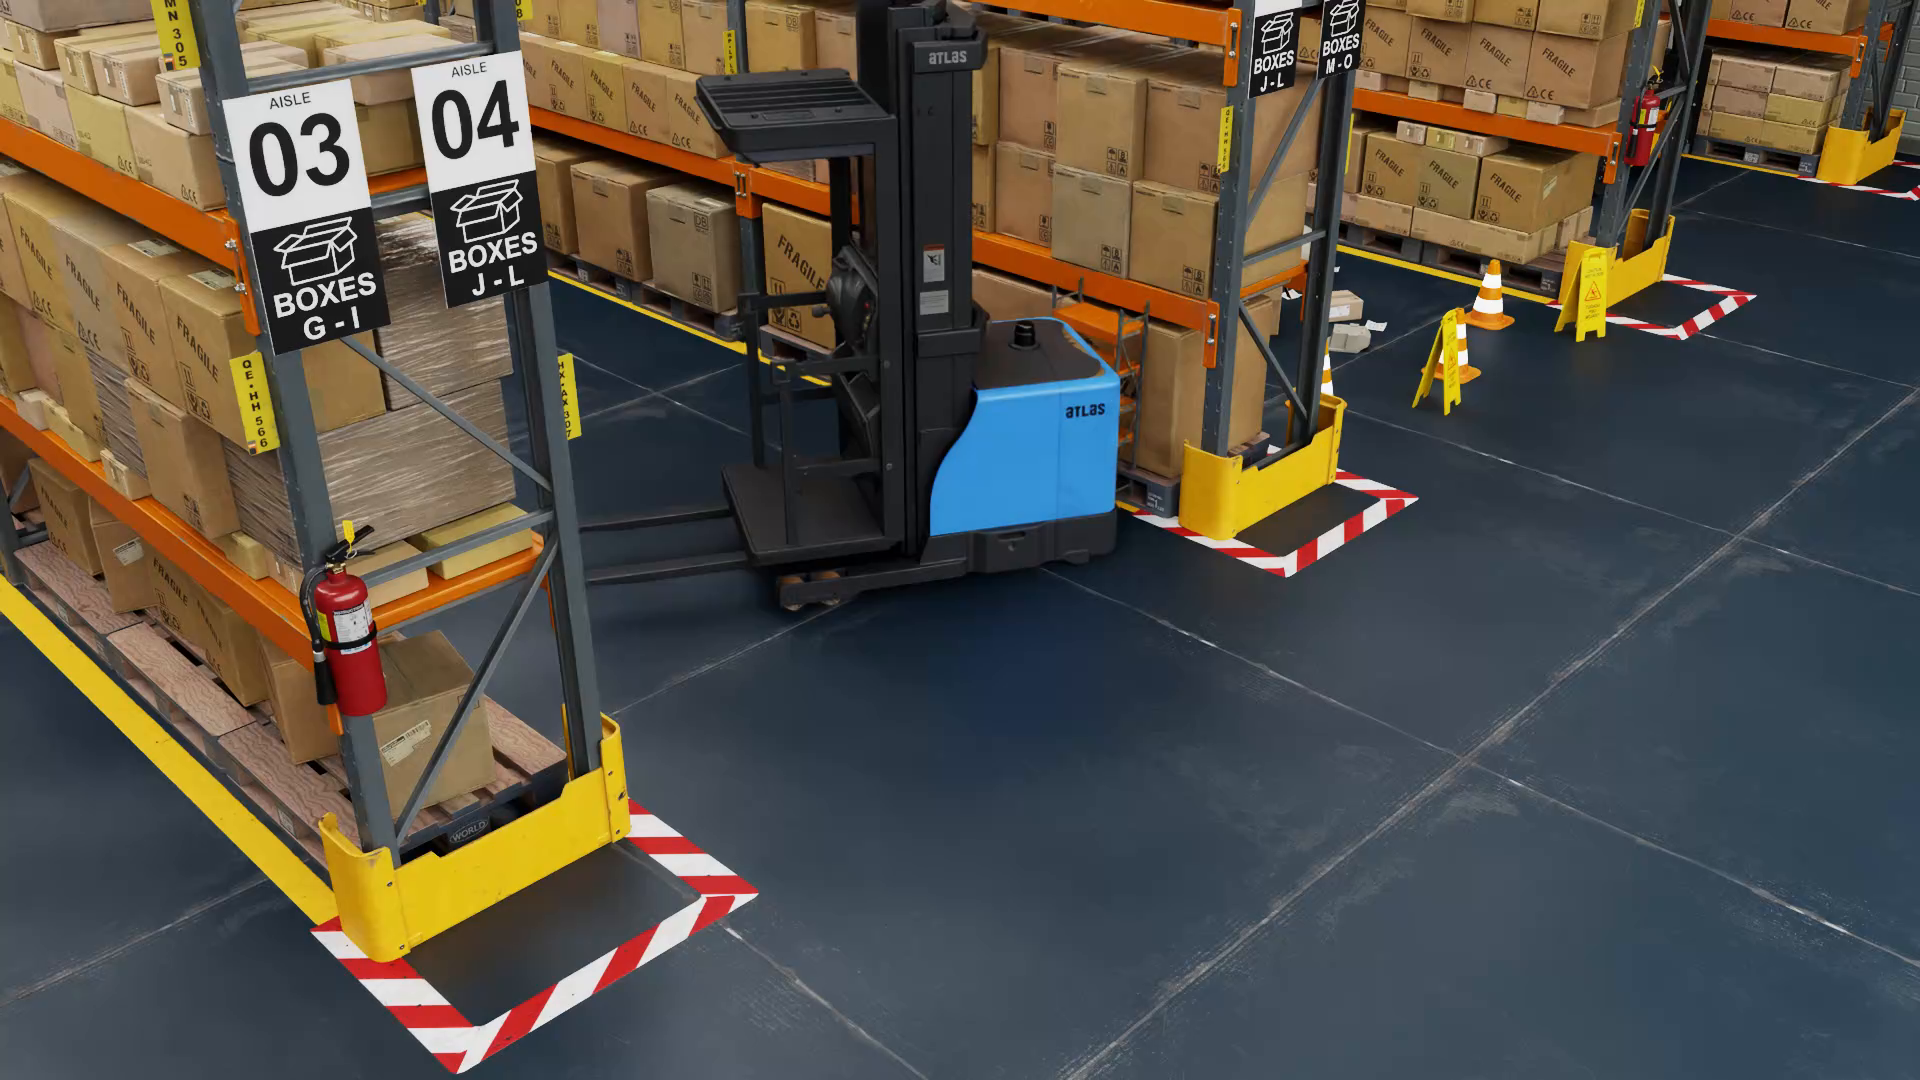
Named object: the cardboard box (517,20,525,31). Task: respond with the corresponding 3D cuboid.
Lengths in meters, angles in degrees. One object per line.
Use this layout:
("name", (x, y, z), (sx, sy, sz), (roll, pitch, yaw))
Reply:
("cardboard box", (-3.306, -4.351, 13.120), (0.500, 0.500, 0.700), (24, 36, 38))

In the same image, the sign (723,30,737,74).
("sign", (-1.502, -3.167, 10.892), (0.005, 0.325, 0.100), (25, 36, 38))

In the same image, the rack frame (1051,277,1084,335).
("rack frame", (0.588, -0.919, 9.593), (0.240, 1.200, 0.015), (-23, 37, -39))

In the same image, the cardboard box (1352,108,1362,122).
("cardboard box", (3.110, -3.540, 13.760), (0.380, 0.149, 0.250), (-23, 35, -36))

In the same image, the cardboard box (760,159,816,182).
("cardboard box", (-0.857, -2.823, 11.235), (0.550, 0.550, 0.875), (25, 36, 38))

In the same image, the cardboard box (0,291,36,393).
("cardboard box", (-4.069, -1.094, 7.680), (0.500, 0.500, 0.875), (25, 36, 38))

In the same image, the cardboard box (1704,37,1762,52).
("cardboard box", (7.681, -4.852, 16.683), (0.500, 0.250, 0.500), (24, 36, 38))

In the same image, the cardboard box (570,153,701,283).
("cardboard box", (-2.320, -2.552, 12.847), (0.750, 0.750, 1.050), (25, 36, 38))

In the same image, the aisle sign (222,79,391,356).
("aisle sign", (-1.992, -0.986, 5.109), (0.004, 0.787, 0.394), (25, 36, 38))

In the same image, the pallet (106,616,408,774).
("pallet", (-3.300, 0.580, 7.921), (1.213, 0.211, 1.003), (25, 36, 38))

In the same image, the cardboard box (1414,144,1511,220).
("cardboard box", (3.993, -2.889, 13.218), (0.500, 0.500, 0.500), (-24, 36, -37))

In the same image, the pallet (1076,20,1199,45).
("pallet", (1.827, -4.762, 15.289), (1.213, 0.211, 1.003), (25, 36, 38))

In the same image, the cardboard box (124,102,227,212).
("cardboard box", (-2.348, -1.289, 5.417), (0.500, 0.250, 0.500), (-24, 36, -38))

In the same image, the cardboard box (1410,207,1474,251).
("cardboard box", (3.993, -2.559, 13.396), (0.500, 0.250, 0.500), (25, 37, 39))

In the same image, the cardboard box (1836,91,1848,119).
("cardboard box", (8.410, -4.305, 16.180), (0.500, 0.250, 0.500), (-25, 36, -38))

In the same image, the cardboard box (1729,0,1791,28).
("cardboard box", (7.701, -5.182, 15.775), (0.500, 0.500, 0.500), (-24, 36, -38))

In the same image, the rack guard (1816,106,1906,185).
("rack guard", (8.616, -3.778, 15.898), (0.348, 0.500, 1.175), (25, 36, 38))

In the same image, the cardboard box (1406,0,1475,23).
("cardboard box", (3.813, -4.256, 12.620), (0.500, 0.500, 0.700), (24, 36, 38))

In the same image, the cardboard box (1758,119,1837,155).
("cardboard box", (8.043, -3.910, 15.965), (0.500, 0.250, 0.500), (25, 37, 39))

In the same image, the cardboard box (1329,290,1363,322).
("cardboard box", (2.772, -1.739, 12.398), (0.380, 0.149, 0.250), (-7, 29, -14))

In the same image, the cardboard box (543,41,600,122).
("cardboard box", (-2.773, -3.494, 12.564), (0.500, 0.500, 0.500), (24, 36, 38))

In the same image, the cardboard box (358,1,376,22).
("cardboard box", (-4.844, -4.481, 14.049), (0.380, 0.149, 0.250), (-24, 36, -37))

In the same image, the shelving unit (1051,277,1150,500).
("shelving unit", (0.758, -0.831, 9.442), (0.258, 1.200, 0.503), (-23, 37, -39))

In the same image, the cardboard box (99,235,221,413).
("cardboard box", (-2.752, -0.832, 6.108), (0.500, 0.500, 0.500), (25, 36, 38))

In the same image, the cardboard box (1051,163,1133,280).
("cardboard box", (1.020, -1.913, 9.503), (0.550, 0.550, 0.875), (25, 36, 38))

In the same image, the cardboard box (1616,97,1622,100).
("cardboard box", (5.025, -3.312, 12.596), (0.250, 0.149, 0.380), (25, 37, 39))

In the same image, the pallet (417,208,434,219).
("pallet", (-4.537, -3.200, 15.108), (1.213, 0.211, 1.003), (25, 36, 38))

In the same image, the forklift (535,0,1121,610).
("forklift", (-0.729, -1.213, 8.407), (3.031, 2.935, 1.130), (-8, 29, -14))

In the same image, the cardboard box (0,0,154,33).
("cardboard box", (-3.109, -2.102, 5.837), (0.500, 0.500, 0.500), (25, 36, 38))

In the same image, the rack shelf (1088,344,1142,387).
("rack shelf", (0.763, -0.969, 9.368), (0.258, 0.148, 0.480), (-23, 37, -39))

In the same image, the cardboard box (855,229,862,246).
("cardboard box", (-0.084, -1.597, 10.897), (0.875, 0.875, 0.875), (25, 37, 39))

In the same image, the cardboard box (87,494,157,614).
("cardboard box", (-4.007, -0.012, 8.284), (0.500, 0.500, 0.500), (-13, 31, -24))

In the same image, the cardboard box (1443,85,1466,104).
("cardboard box", (3.990, -3.524, 13.000), (0.380, 0.149, 0.250), (-25, 36, -38))

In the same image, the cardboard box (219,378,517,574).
("cardboard box", (-2.199, -0.320, 6.208), (0.500, 0.500, 0.875), (25, 36, 38))

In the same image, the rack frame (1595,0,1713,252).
("rack frame", (5.122, -3.244, 12.196), (0.127, 3.000, 1.000), (25, 36, 38))

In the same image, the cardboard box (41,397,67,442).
("cardboard box", (-3.827, -0.579, 7.399), (0.250, 0.149, 0.380), (25, 36, 38))

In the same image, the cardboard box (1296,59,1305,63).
("cardboard box", (2.849, -3.995, 13.894), (0.380, 0.149, 0.250), (-24, 36, -38))

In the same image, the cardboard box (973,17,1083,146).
("cardboard box", (0.256, -2.753, 9.941), (0.500, 0.550, 0.875), (25, 36, 38))

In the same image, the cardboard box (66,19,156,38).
("cardboard box", (-2.903, -1.753, 5.870), (0.380, 0.149, 0.250), (-25, 37, -39))

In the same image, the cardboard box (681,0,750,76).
("cardboard box", (-1.487, -3.520, 11.540), (0.500, 0.500, 0.700), (24, 36, 38))

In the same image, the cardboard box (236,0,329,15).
("cardboard box", (-2.558, -1.911, 6.171), (0.250, 0.149, 0.380), (24, 36, 38))

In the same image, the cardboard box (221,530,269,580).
("cardboard box", (-2.566, -0.015, 6.325), (0.250, 0.149, 0.380), (25, 36, 38))

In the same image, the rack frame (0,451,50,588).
("rack frame", (-4.678, -1.260, 8.424), (0.127, 3.000, 1.000), (25, 36, 38))

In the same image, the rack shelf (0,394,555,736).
("rack shelf", (-3.252, -0.289, 7.350), (4.000, 0.370, 1.077), (25, 36, 38))

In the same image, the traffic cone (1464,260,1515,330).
("traffic cone", (3.911, -1.833, 12.239), (0.334, 0.463, 0.336), (25, 36, 38))

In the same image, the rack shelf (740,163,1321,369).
("rack shelf", (0.297, -1.902, 10.418), (4.000, 0.370, 1.077), (25, 36, 38))

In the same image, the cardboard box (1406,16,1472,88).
("cardboard box", (3.834, -3.835, 12.893), (0.500, 0.500, 0.500), (24, 36, 38))

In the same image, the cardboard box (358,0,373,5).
("cardboard box", (-4.829, -4.607, 13.968), (0.250, 0.149, 0.380), (24, 36, 38))
